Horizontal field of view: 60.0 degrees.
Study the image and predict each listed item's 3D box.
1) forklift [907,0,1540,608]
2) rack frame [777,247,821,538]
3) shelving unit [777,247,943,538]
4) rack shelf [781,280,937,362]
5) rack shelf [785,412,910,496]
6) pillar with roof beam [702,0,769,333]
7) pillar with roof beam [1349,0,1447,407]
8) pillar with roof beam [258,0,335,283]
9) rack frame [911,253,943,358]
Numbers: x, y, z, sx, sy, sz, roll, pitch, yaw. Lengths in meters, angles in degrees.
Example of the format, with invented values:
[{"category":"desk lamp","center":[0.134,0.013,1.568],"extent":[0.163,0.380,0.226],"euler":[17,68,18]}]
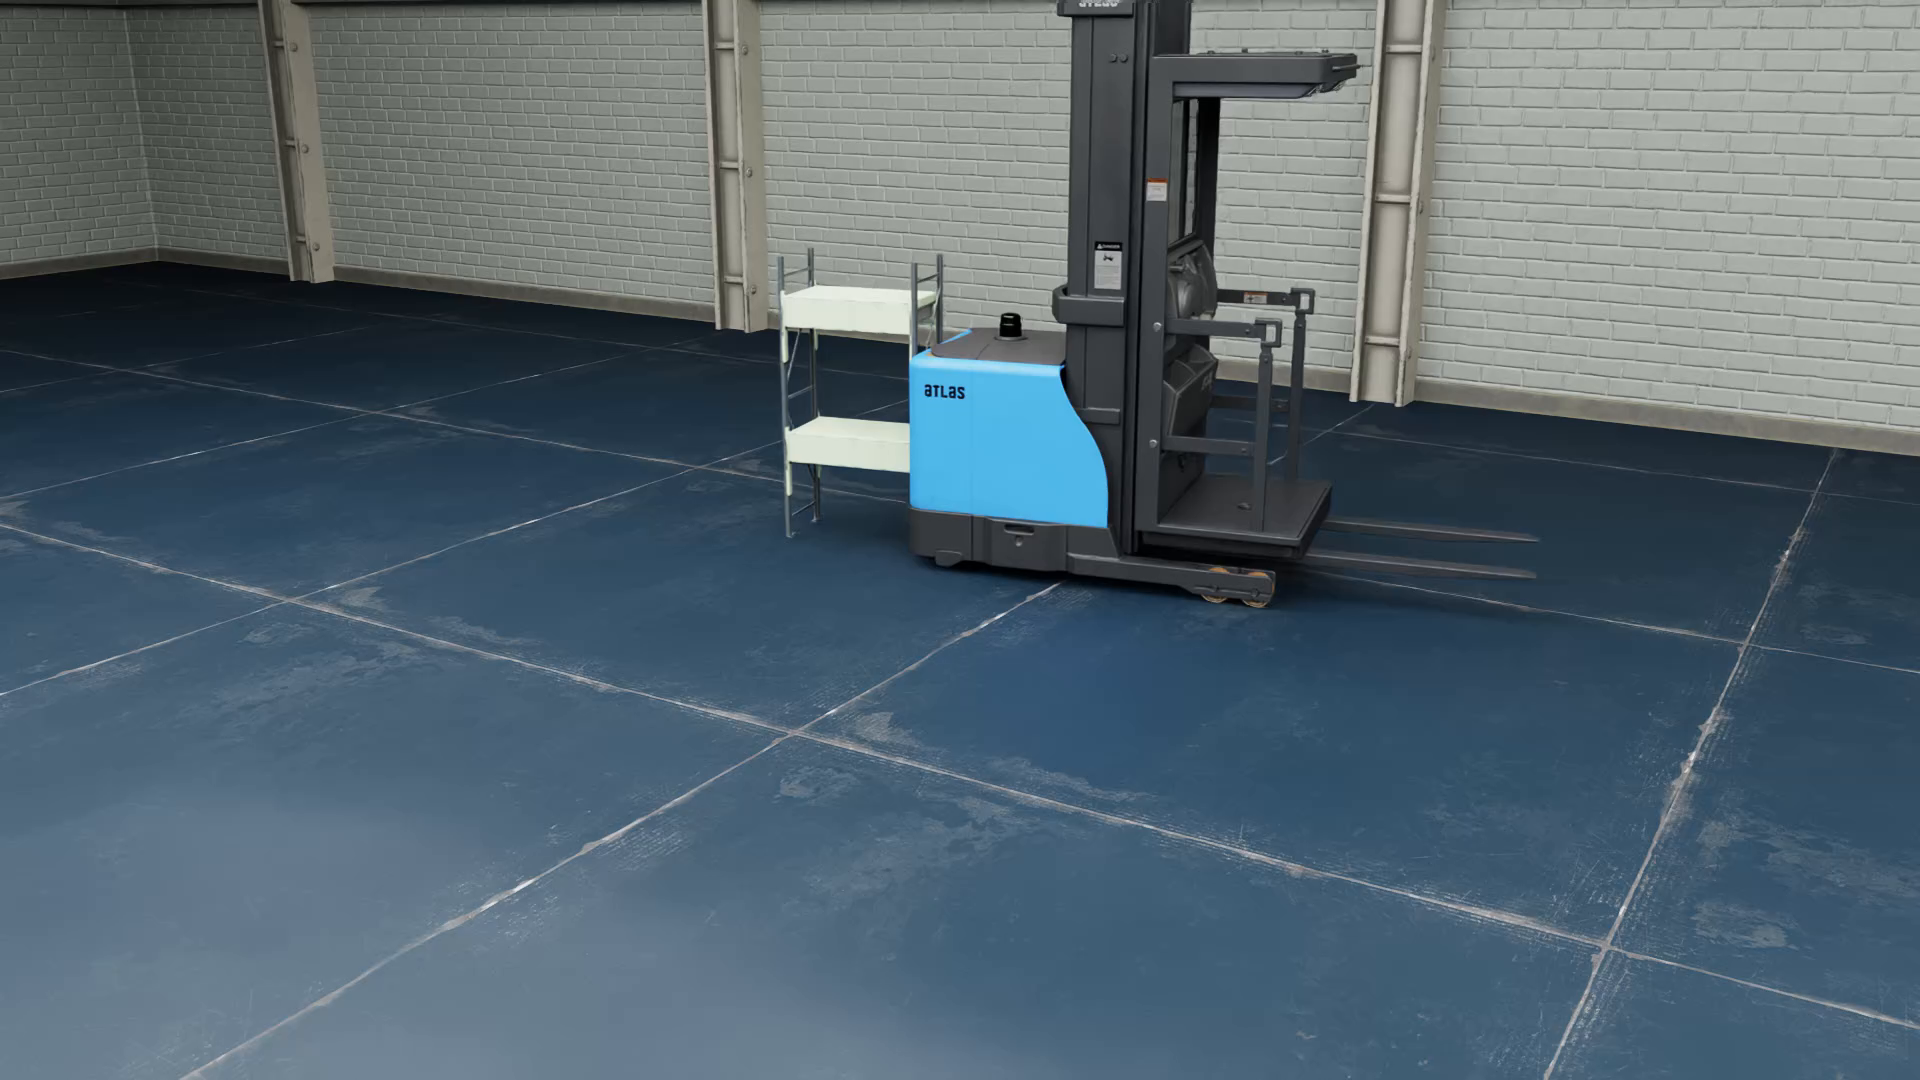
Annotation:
[{"category":"forklift","center":[1.307,-1.259,7.982],"extent":[3.031,2.935,1.130],"euler":[6,18,19]},{"category":"rack frame","center":[-0.855,-0.783,8.879],"extent":[0.023,1.500,0.400],"euler":[6,18,19]},{"category":"shelving unit","center":[-0.511,-0.747,8.760],"extent":[0.755,1.500,0.431],"euler":[6,18,19]},{"category":"rack shelf","center":[-0.511,-1.120,8.646],"extent":[0.720,0.370,0.431],"euler":[6,18,19]},{"category":"rack shelf","center":[-0.511,-0.435,8.854],"extent":[0.720,0.370,0.431],"euler":[6,18,19]},{"category":"pillar with roof beam","center":[-4.250,-5.184,10.466],"extent":[0.400,9.000,9.100],"euler":[10,20,30]},{"category":"pillar with roof beam","center":[0.863,-4.272,7.462],"extent":[0.400,9.000,9.100],"euler":[10,20,30]},{"category":"pillar with roof beam","center":[-9.363,-6.097,13.471],"extent":[0.400,9.000,9.100],"euler":[10,20,30]},{"category":"rack frame","center":[-0.167,-0.711,8.640],"extent":[0.023,1.500,0.400],"euler":[6,18,19]}]
